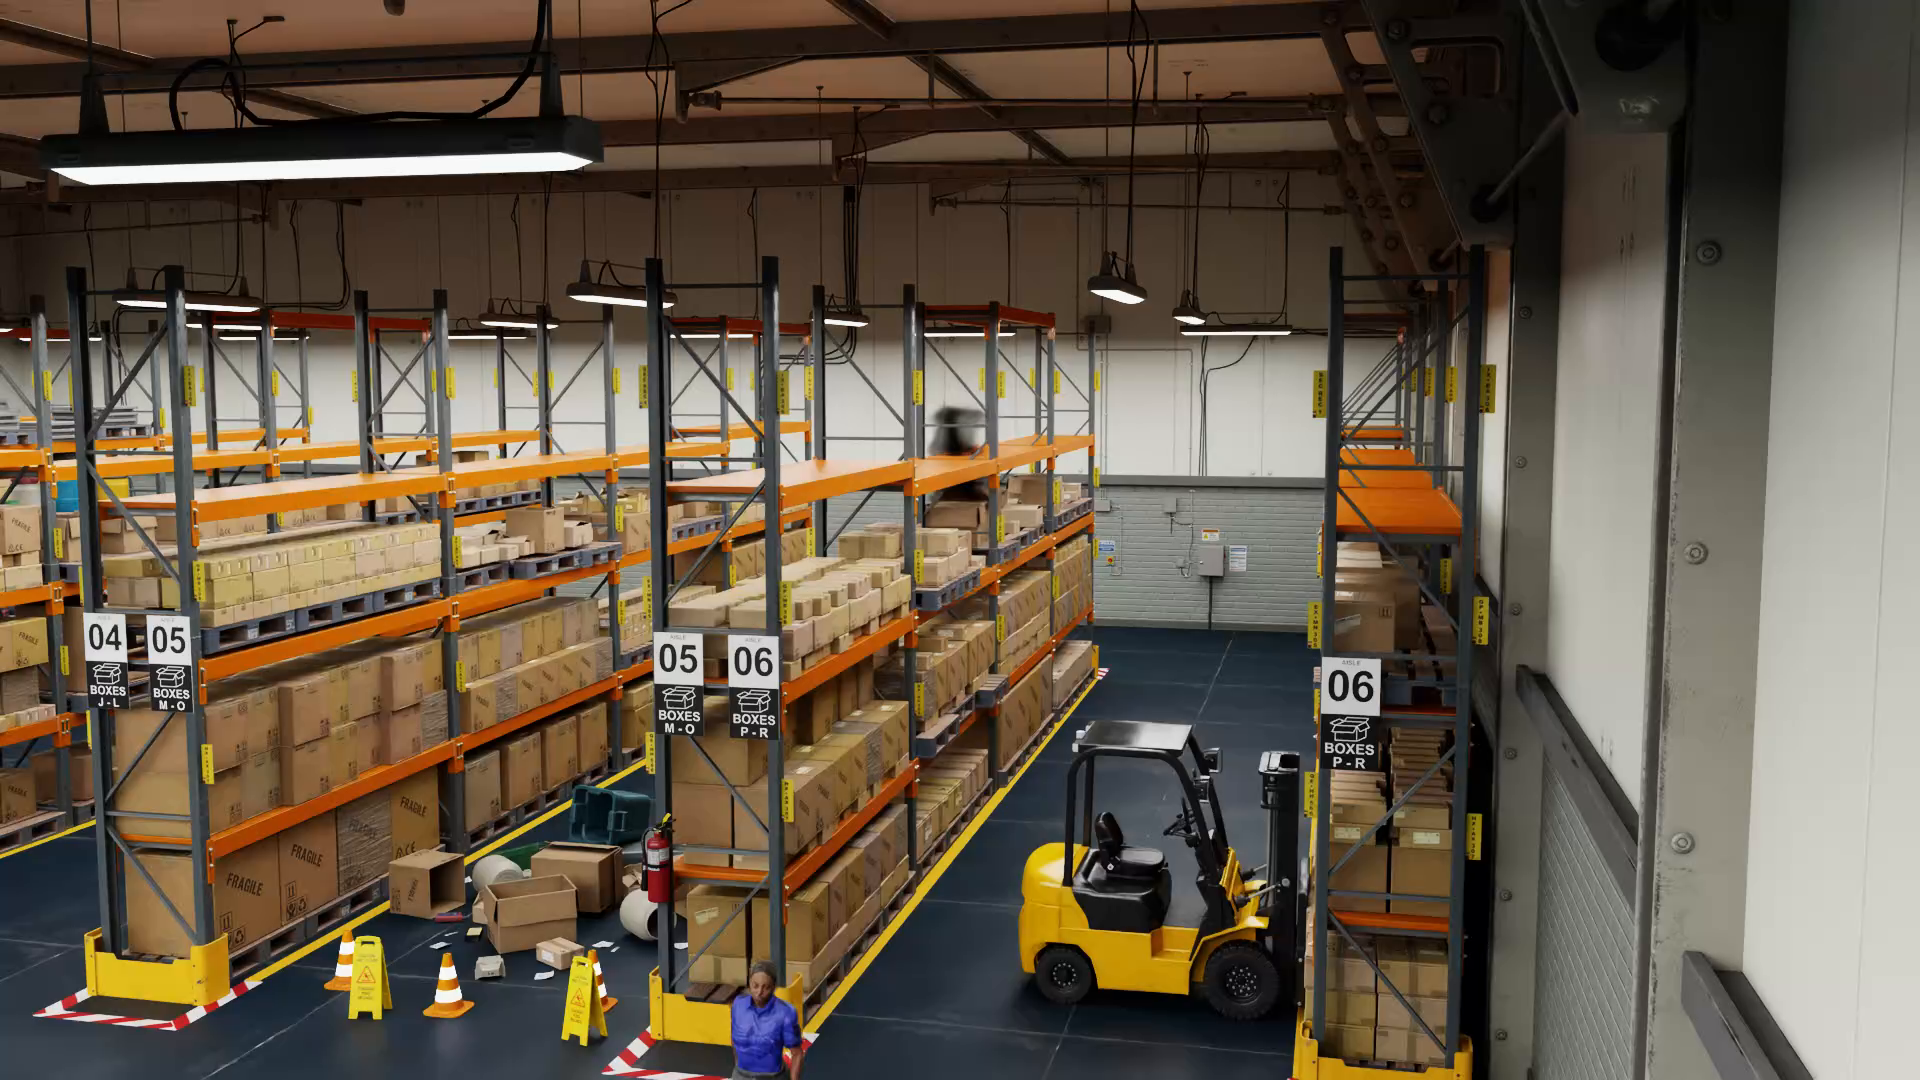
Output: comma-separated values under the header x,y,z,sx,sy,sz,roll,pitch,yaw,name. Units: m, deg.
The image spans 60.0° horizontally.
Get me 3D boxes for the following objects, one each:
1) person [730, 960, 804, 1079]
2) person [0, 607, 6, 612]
x,y,z,sx,sy,sz,roll,pitch,yaw,name
-1.177,3.315,10.150,0.496,1.609,0.803,0,6,4,person
-15.292,1.750,26.614,0.599,1.482,0.773,0,6,-5,person
